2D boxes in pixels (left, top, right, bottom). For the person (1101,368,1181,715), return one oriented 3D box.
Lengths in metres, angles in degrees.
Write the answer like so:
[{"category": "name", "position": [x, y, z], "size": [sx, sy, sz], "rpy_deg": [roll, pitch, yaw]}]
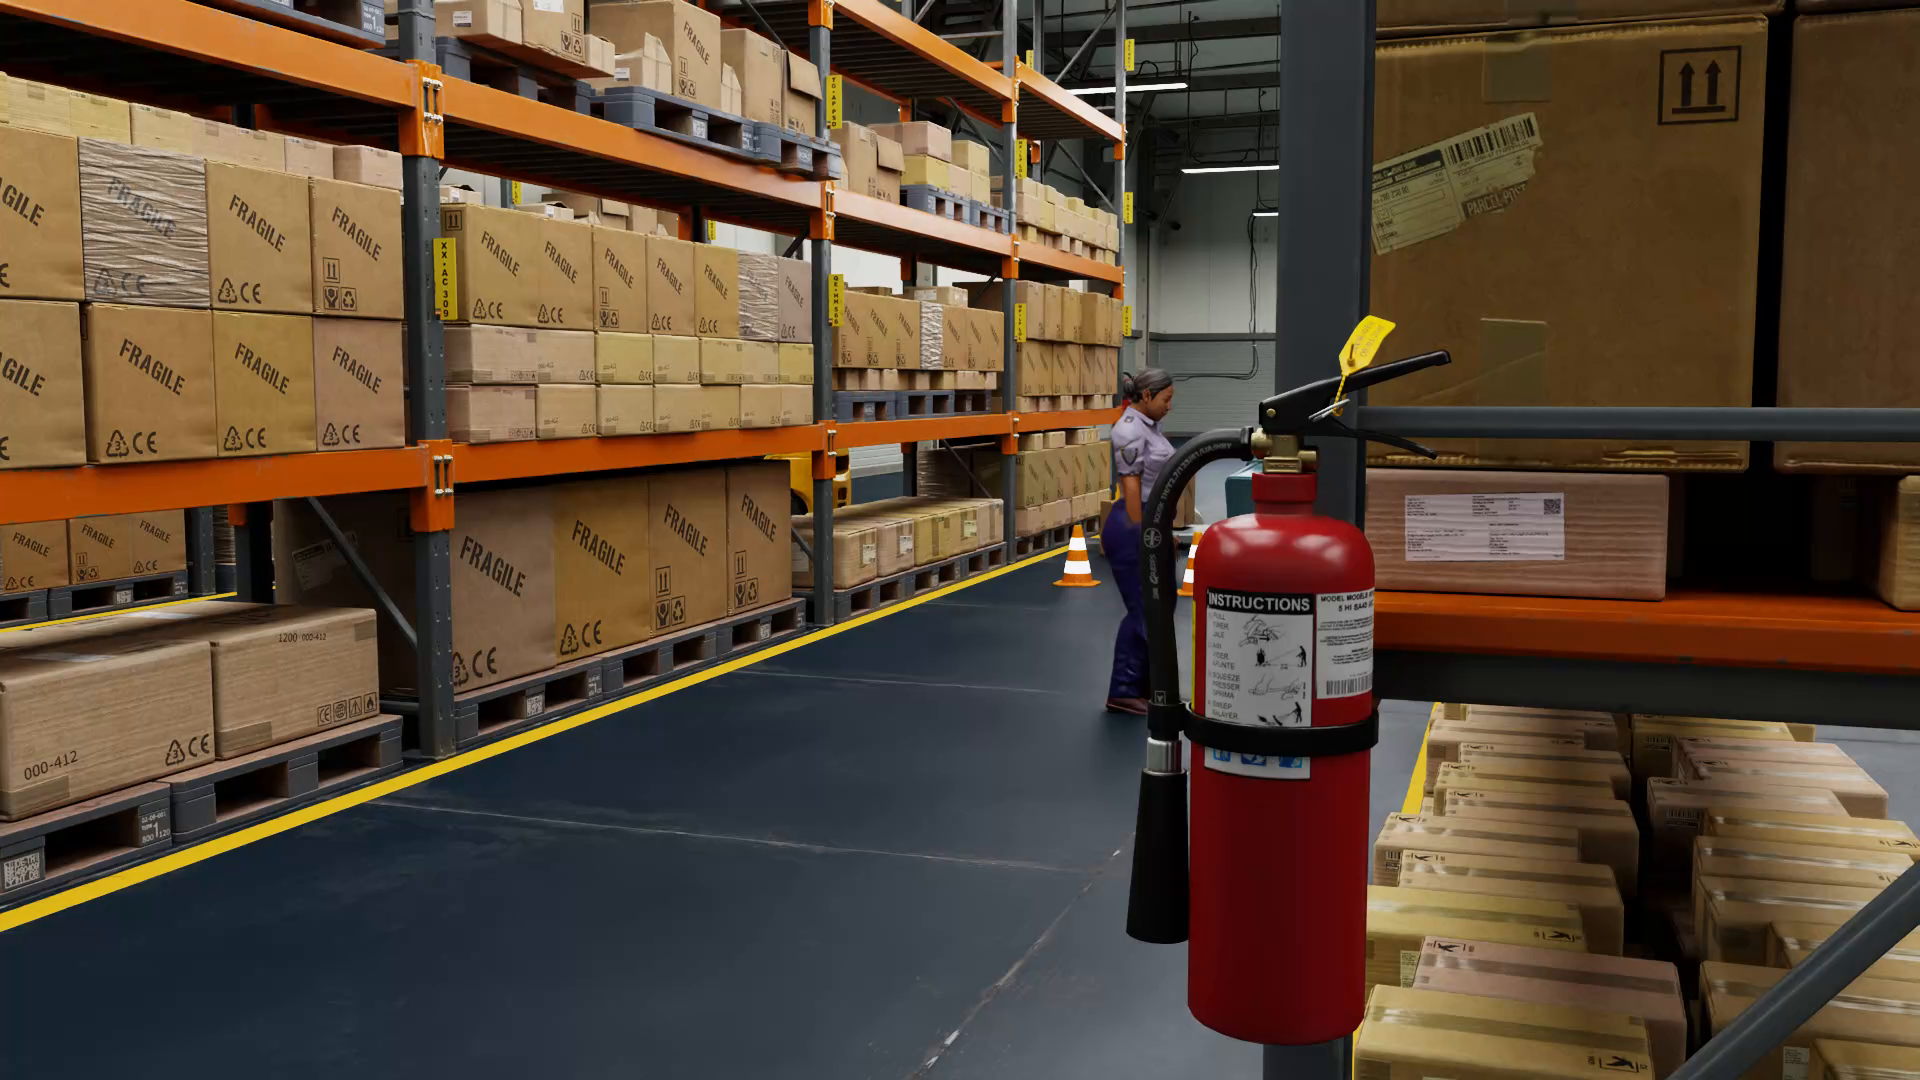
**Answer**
[{"category": "person", "position": [0.877, -0.003, 7.987], "size": [0.342, 1.640, 0.477], "rpy_deg": [2, 6, 20]}]
